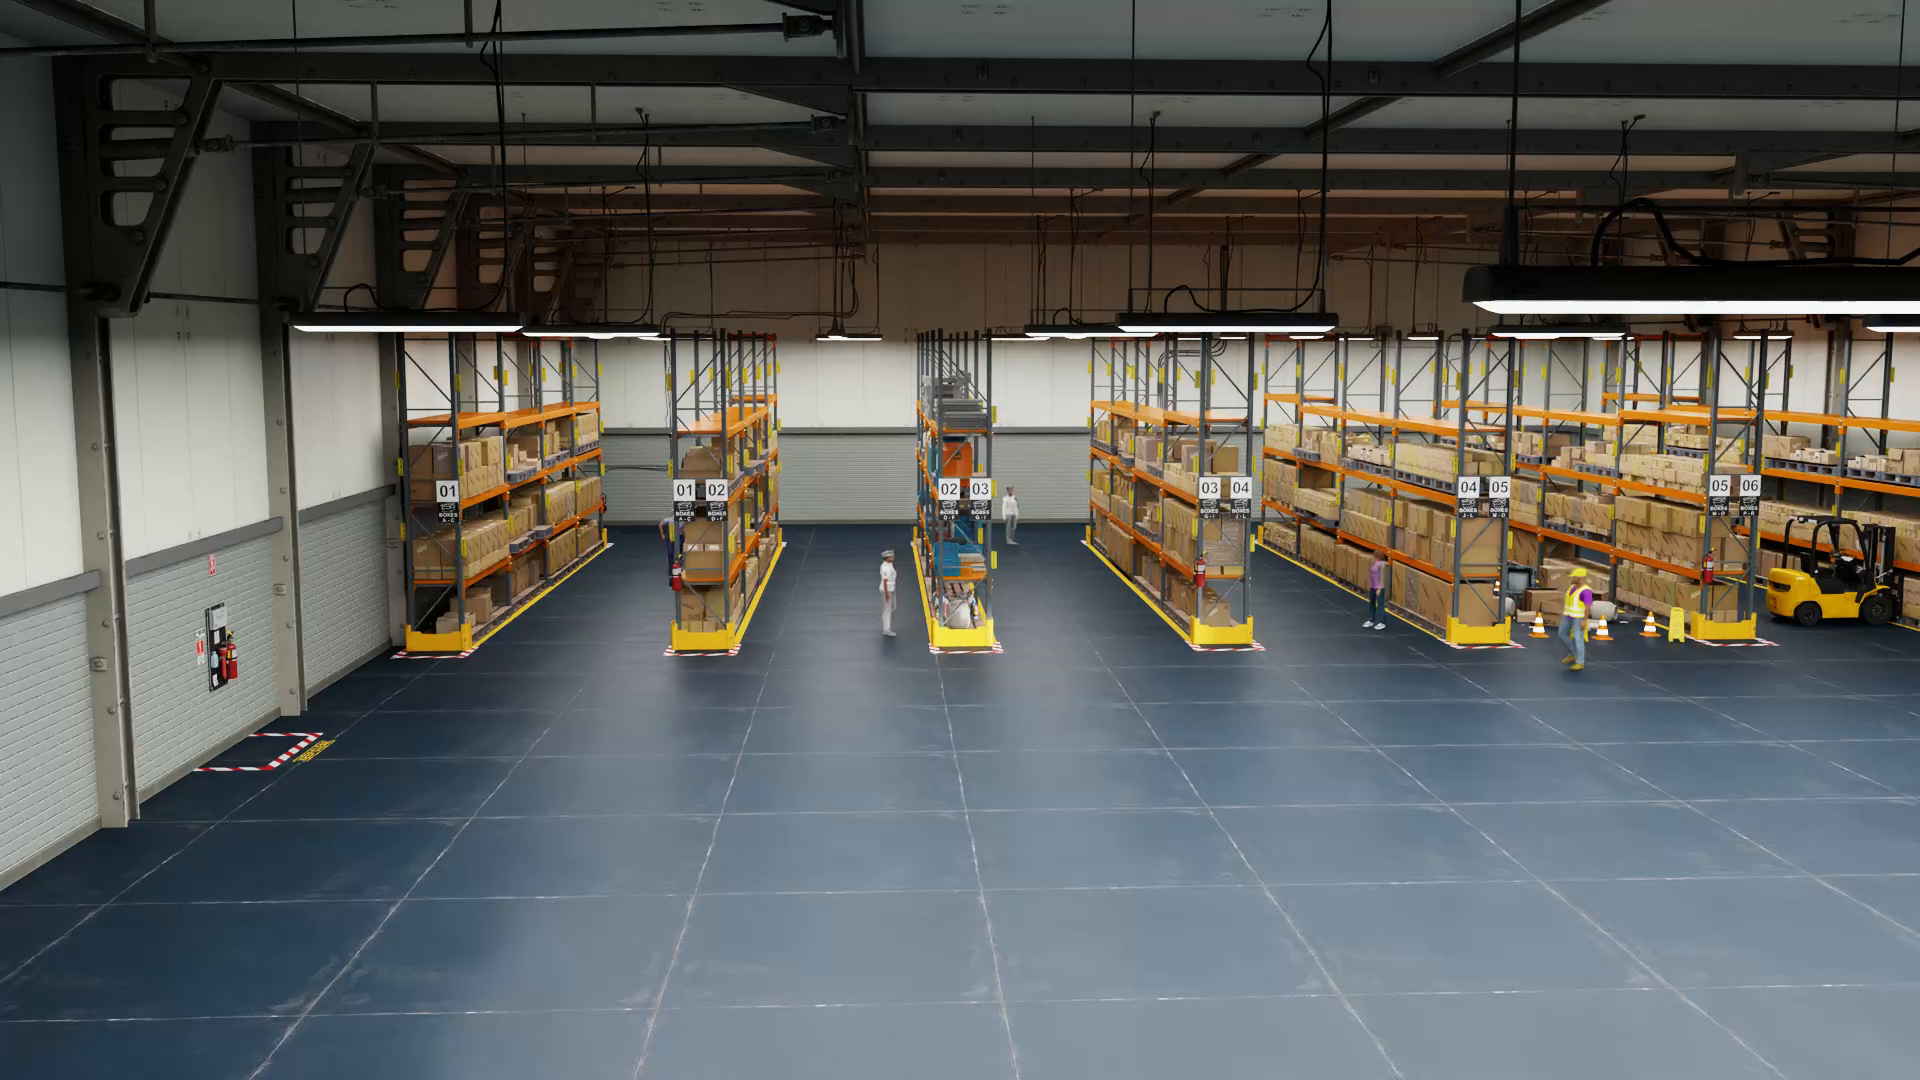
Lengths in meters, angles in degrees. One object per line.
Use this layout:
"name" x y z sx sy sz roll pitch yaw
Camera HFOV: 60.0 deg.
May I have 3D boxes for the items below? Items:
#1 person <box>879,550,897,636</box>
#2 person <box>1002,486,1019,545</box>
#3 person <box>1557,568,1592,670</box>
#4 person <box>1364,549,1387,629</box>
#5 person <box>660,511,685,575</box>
"person" -1.421 1.066 32.861 0.351 1.763 0.523 1 7 8
"person" 1.469 -0.679 47.533 0.544 1.736 0.372 -7 9 -44
"person" 10.881 1.374 29.425 0.494 1.767 0.656 -3 8 -27
"person" 8.400 0.985 33.521 0.372 1.583 0.454 -3 7 -21
"person" -7.141 0.026 41.301 0.646 1.602 1.007 0 7 -2
